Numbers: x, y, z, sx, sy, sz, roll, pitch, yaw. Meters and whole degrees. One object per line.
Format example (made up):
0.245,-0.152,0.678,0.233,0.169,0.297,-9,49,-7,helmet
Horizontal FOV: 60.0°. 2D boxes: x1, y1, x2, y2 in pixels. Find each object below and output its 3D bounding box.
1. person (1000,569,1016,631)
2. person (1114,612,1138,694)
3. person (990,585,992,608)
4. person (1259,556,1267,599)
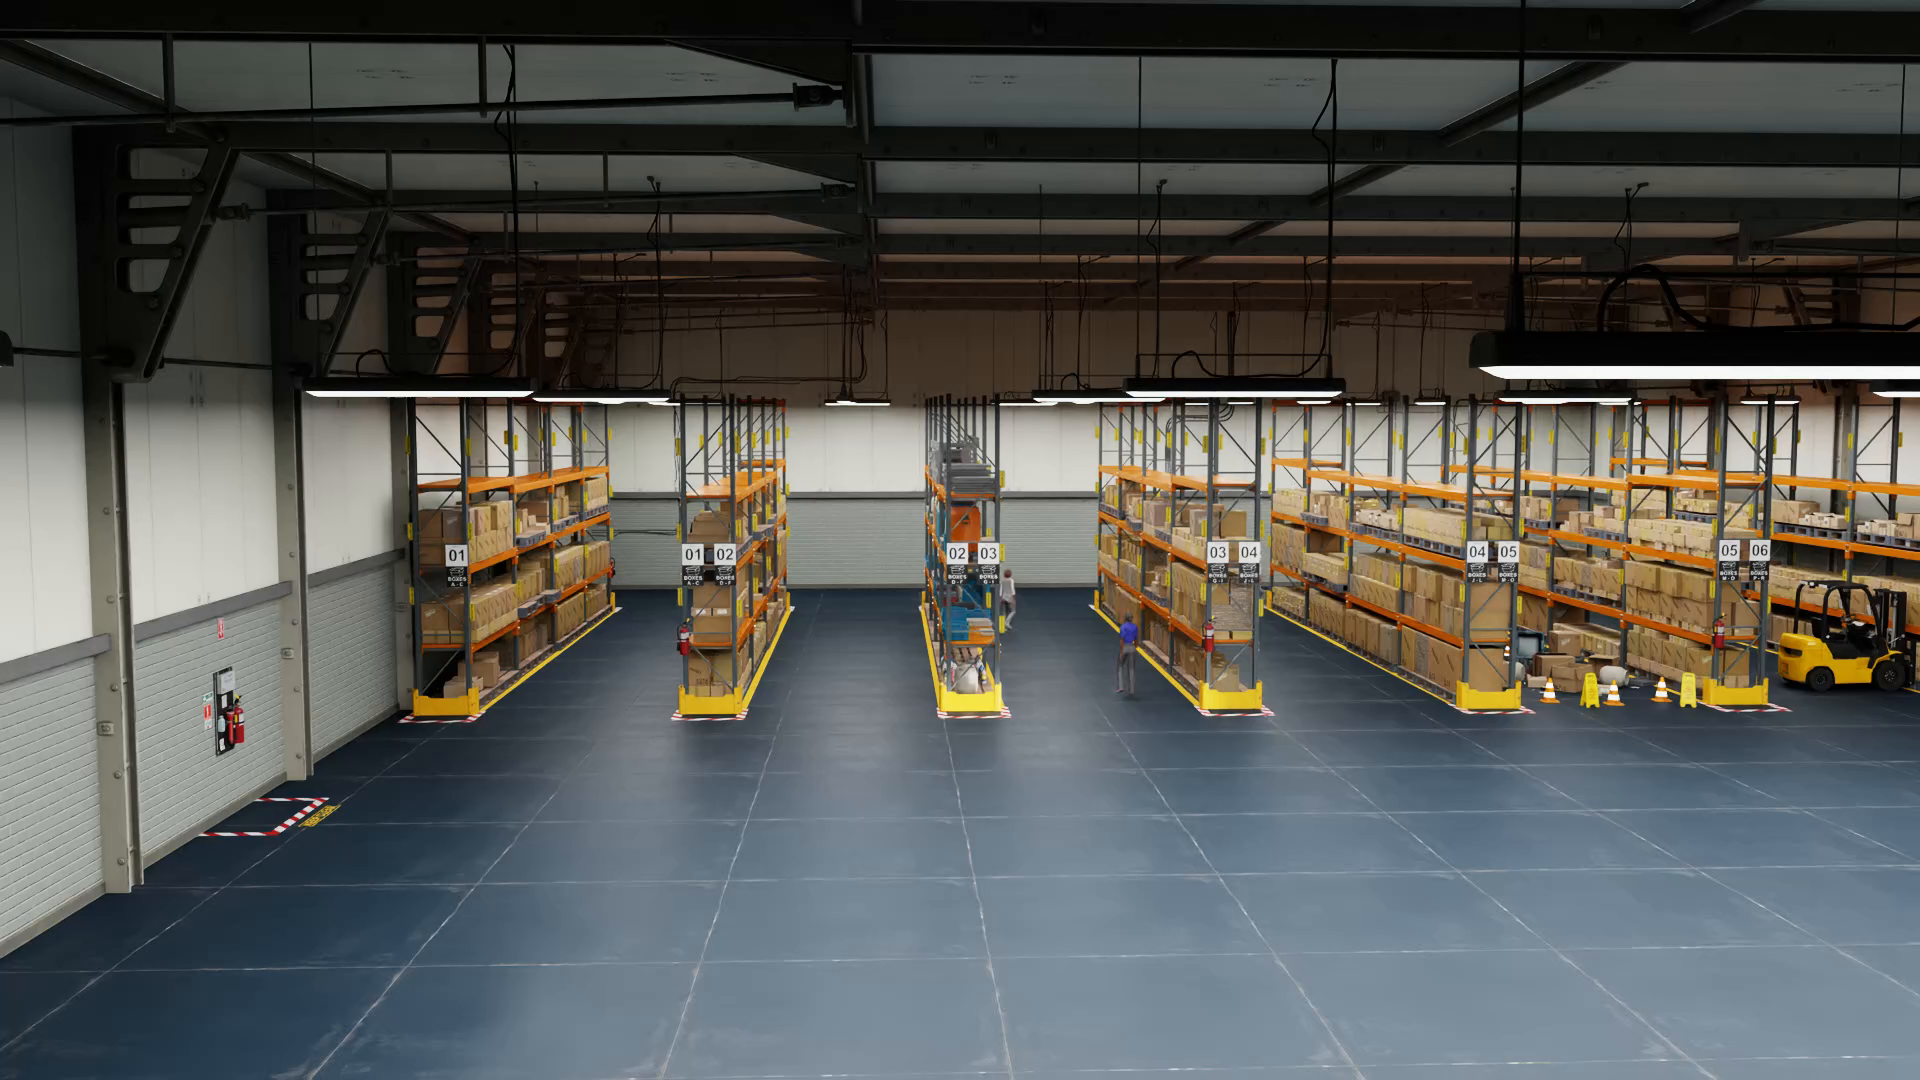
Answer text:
1.197,1.555,42.671,0.461,1.593,0.480,3,5,30,person
3.374,2.288,33.399,0.461,1.699,0.588,-1,5,-11,person
0.834,1.090,48.214,0.477,1.660,0.789,-3,5,-34,person
8.696,0.995,48.829,0.902,1.741,0.535,-2,5,-25,person
